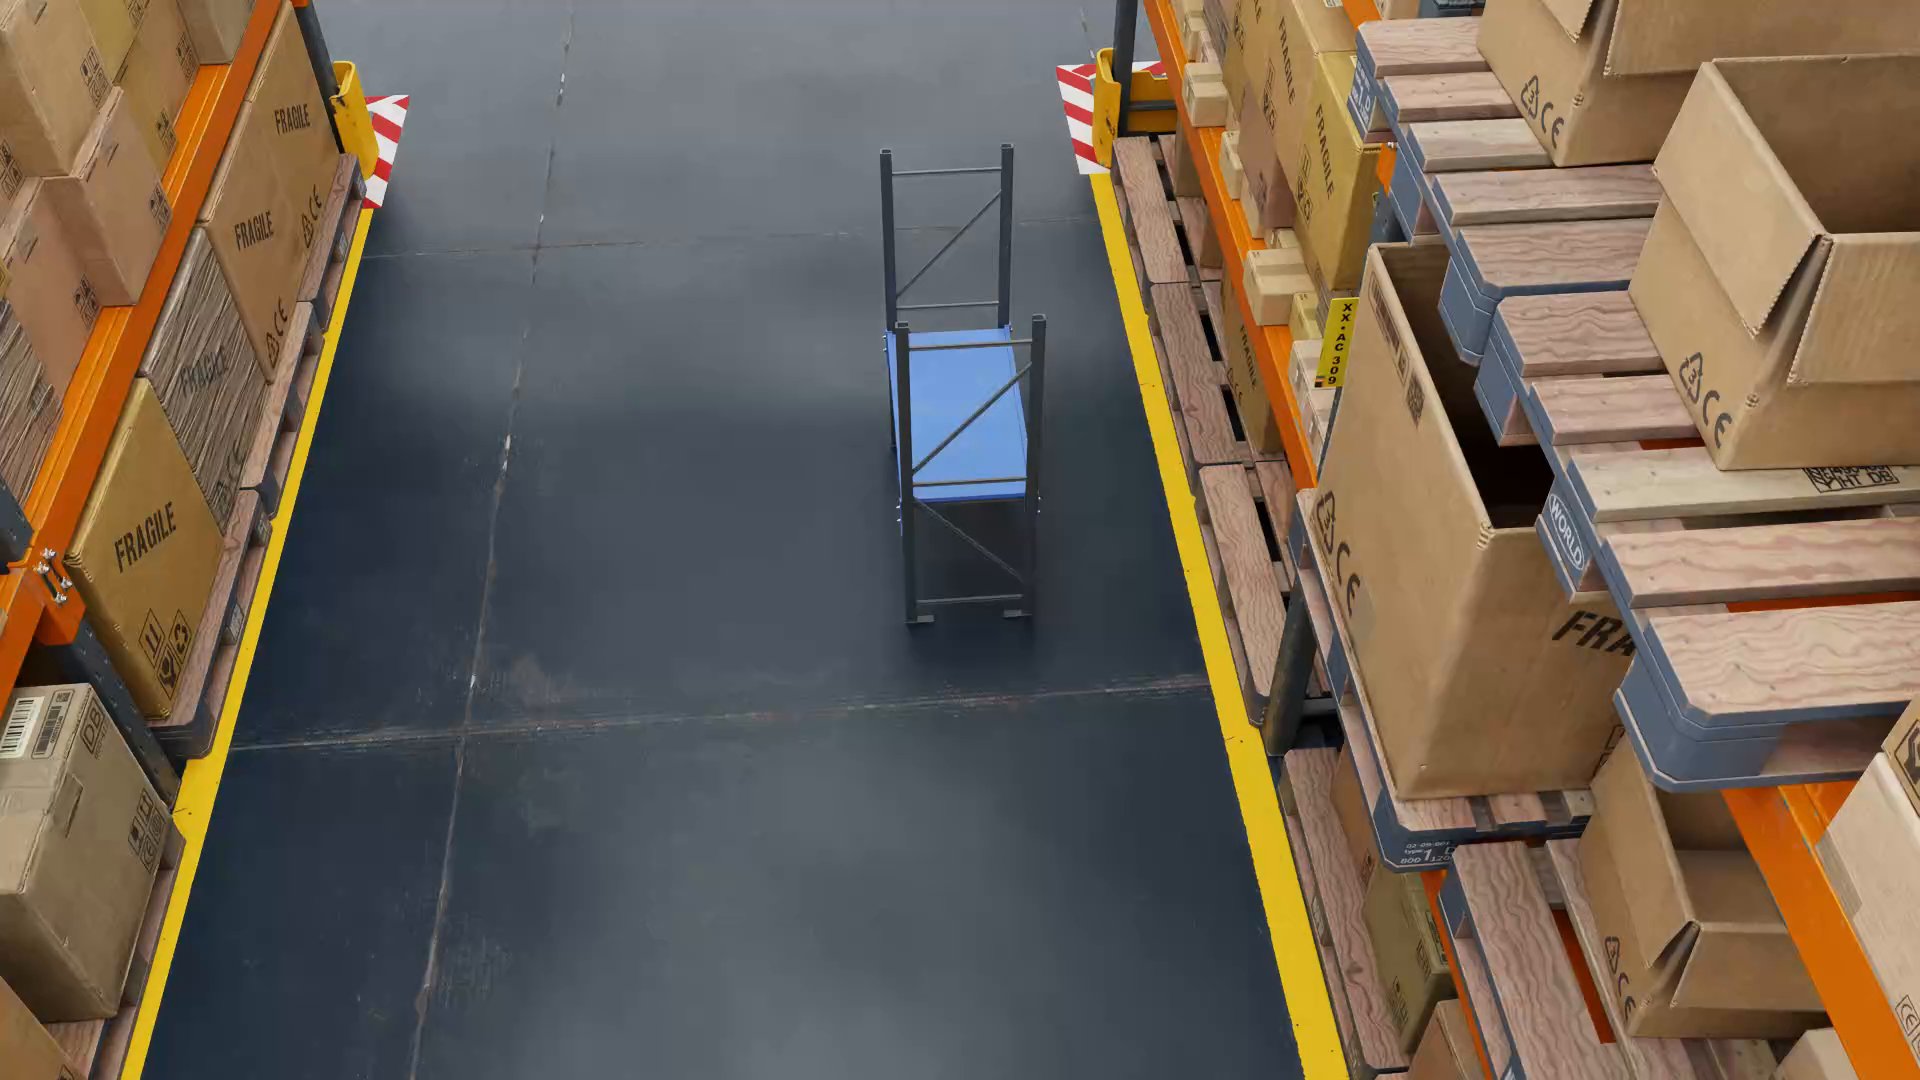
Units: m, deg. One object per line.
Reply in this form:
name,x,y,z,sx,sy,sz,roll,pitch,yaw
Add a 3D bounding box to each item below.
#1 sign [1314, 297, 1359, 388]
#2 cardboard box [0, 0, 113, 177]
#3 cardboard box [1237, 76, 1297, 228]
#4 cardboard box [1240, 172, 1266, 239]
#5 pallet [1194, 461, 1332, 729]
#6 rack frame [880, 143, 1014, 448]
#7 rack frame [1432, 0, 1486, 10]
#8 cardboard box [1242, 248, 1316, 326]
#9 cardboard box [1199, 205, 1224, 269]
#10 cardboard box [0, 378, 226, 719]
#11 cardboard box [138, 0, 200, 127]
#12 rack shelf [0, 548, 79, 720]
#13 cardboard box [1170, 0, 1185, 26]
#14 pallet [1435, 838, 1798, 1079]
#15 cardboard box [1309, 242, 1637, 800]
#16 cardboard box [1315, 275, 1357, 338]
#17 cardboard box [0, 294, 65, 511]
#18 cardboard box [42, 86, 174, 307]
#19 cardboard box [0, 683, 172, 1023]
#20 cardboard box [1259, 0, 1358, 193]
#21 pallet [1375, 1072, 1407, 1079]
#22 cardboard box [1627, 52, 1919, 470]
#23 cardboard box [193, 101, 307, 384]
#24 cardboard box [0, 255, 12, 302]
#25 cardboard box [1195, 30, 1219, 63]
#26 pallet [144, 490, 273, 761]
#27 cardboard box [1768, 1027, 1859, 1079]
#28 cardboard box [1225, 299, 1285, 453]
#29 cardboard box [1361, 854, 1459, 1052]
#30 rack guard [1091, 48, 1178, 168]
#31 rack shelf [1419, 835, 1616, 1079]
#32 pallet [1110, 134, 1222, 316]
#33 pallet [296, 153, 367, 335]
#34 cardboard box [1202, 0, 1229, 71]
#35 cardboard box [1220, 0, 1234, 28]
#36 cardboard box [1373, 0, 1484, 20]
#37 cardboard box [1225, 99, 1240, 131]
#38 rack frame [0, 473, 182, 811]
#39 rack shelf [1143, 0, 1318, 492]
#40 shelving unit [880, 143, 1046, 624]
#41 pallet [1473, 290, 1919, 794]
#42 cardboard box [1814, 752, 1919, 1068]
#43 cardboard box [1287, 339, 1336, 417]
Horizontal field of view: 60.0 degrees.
sign,1.086,-0.562,4.757,0.100,0.325,0.005,-3,47,-3
cardboard box,-3.391,-1.557,5.448,0.875,0.550,0.550,-3,47,-3
cardboard box,1.501,-1.489,5.957,0.875,0.500,0.500,-3,47,-3
cardboard box,1.260,-1.262,6.189,0.380,0.149,0.250,-3,47,-3
pallet,1.535,0.172,6.578,1.003,0.211,1.213,-3,47,-3
rack frame,-0.050,-0.945,6.749,0.500,1.500,0.032,-3,47,-3
rack frame,1.626,-2.366,2.929,1.000,3.000,0.127,-3,47,-3
cardboard box,1.211,-0.894,5.841,0.380,0.149,0.250,-3,47,-3
cardboard box,1.411,-1.599,7.767,0.500,0.500,0.500,8,47,7
cardboard box,-3.307,0.052,5.945,0.875,0.875,0.875,-3,47,-3
cardboard box,-3.594,-1.945,6.560,0.875,0.550,0.550,-3,47,-3
rack shelf,-3.157,1.620,3.782,1.077,0.370,4.000,-3,47,-3
cardboard box,1.127,-2.347,7.216,0.380,0.149,0.250,-3,47,-3
pallet,1.755,1.227,3.790,1.003,0.211,1.213,-3,47,-3
cardboard box,1.553,-0.070,4.185,1.000,1.000,1.000,-3,47,-3
cardboard box,1.650,-0.769,5.275,0.875,0.500,0.500,-3,47,-3
cardboard box,-3.367,-0.393,5.089,0.875,0.550,0.550,-3,47,-3
cardboard box,-3.364,-1.187,5.841,0.875,0.550,0.550,-3,47,-3
cardboard box,-3.183,0.998,5.136,1.050,0.750,0.750,-4,47,-3
cardboard box,1.271,-1.454,5.235,0.500,0.500,0.500,-3,47,-3
pallet,1.798,2.104,4.749,1.003,0.211,1.213,-3,47,-3
cardboard box,1.647,-0.487,2.855,0.797,0.503,0.637,-2,47,-2
cardboard box,-3.461,-1.259,7.188,0.875,0.875,0.875,-4,47,-4
cardboard box,-3.321,-0.767,4.700,0.875,0.550,0.550,-3,47,-3
cardboard box,1.189,-1.986,6.875,0.380,0.149,0.250,-3,47,-3
pallet,-3.310,0.329,6.429,1.003,0.211,1.213,-3,47,-3
cardboard box,2.050,1.272,3.430,0.500,0.250,0.500,-5,47,-4
cardboard box,1.447,-0.738,6.952,0.500,0.500,0.500,-7,47,-7
cardboard box,1.678,1.197,5.106,0.700,0.500,0.500,-4,47,-4
rack guard,1.298,-2.283,8.704,1.175,0.500,0.348,-3,47,-3
rack shelf,1.794,1.391,3.998,1.077,0.370,4.000,-3,47,-3
pallet,1.331,-1.593,8.250,1.003,0.211,1.213,-3,47,-3
pallet,-3.515,-1.436,8.101,1.003,0.211,1.213,-3,47,-3
cardboard box,1.471,-2.215,6.645,0.875,0.500,0.500,-3,47,-3
cardboard box,1.192,-2.178,5.921,0.500,0.500,0.500,-3,47,-3
cardboard box,1.328,-1.597,4.370,0.500,0.250,0.500,-2,47,-2
cardboard box,1.260,-1.626,6.534,0.380,0.149,0.250,-3,47,-3
rack frame,-3.325,-0.075,4.891,1.000,3.000,0.127,-3,47,-3
rack shelf,1.459,-1.503,6.739,1.077,0.370,4.000,-3,47,-3
shelving unit,-0.007,-0.577,6.400,0.538,1.500,1.048,-3,47,-3
pallet,1.662,-0.067,2.947,1.213,0.211,1.003,-3,47,-3
cardboard box,1.583,0.560,2.327,0.500,0.250,0.500,-2,47,-2
cardboard box,1.304,-0.536,5.501,0.380,0.149,0.250,-3,47,-3
